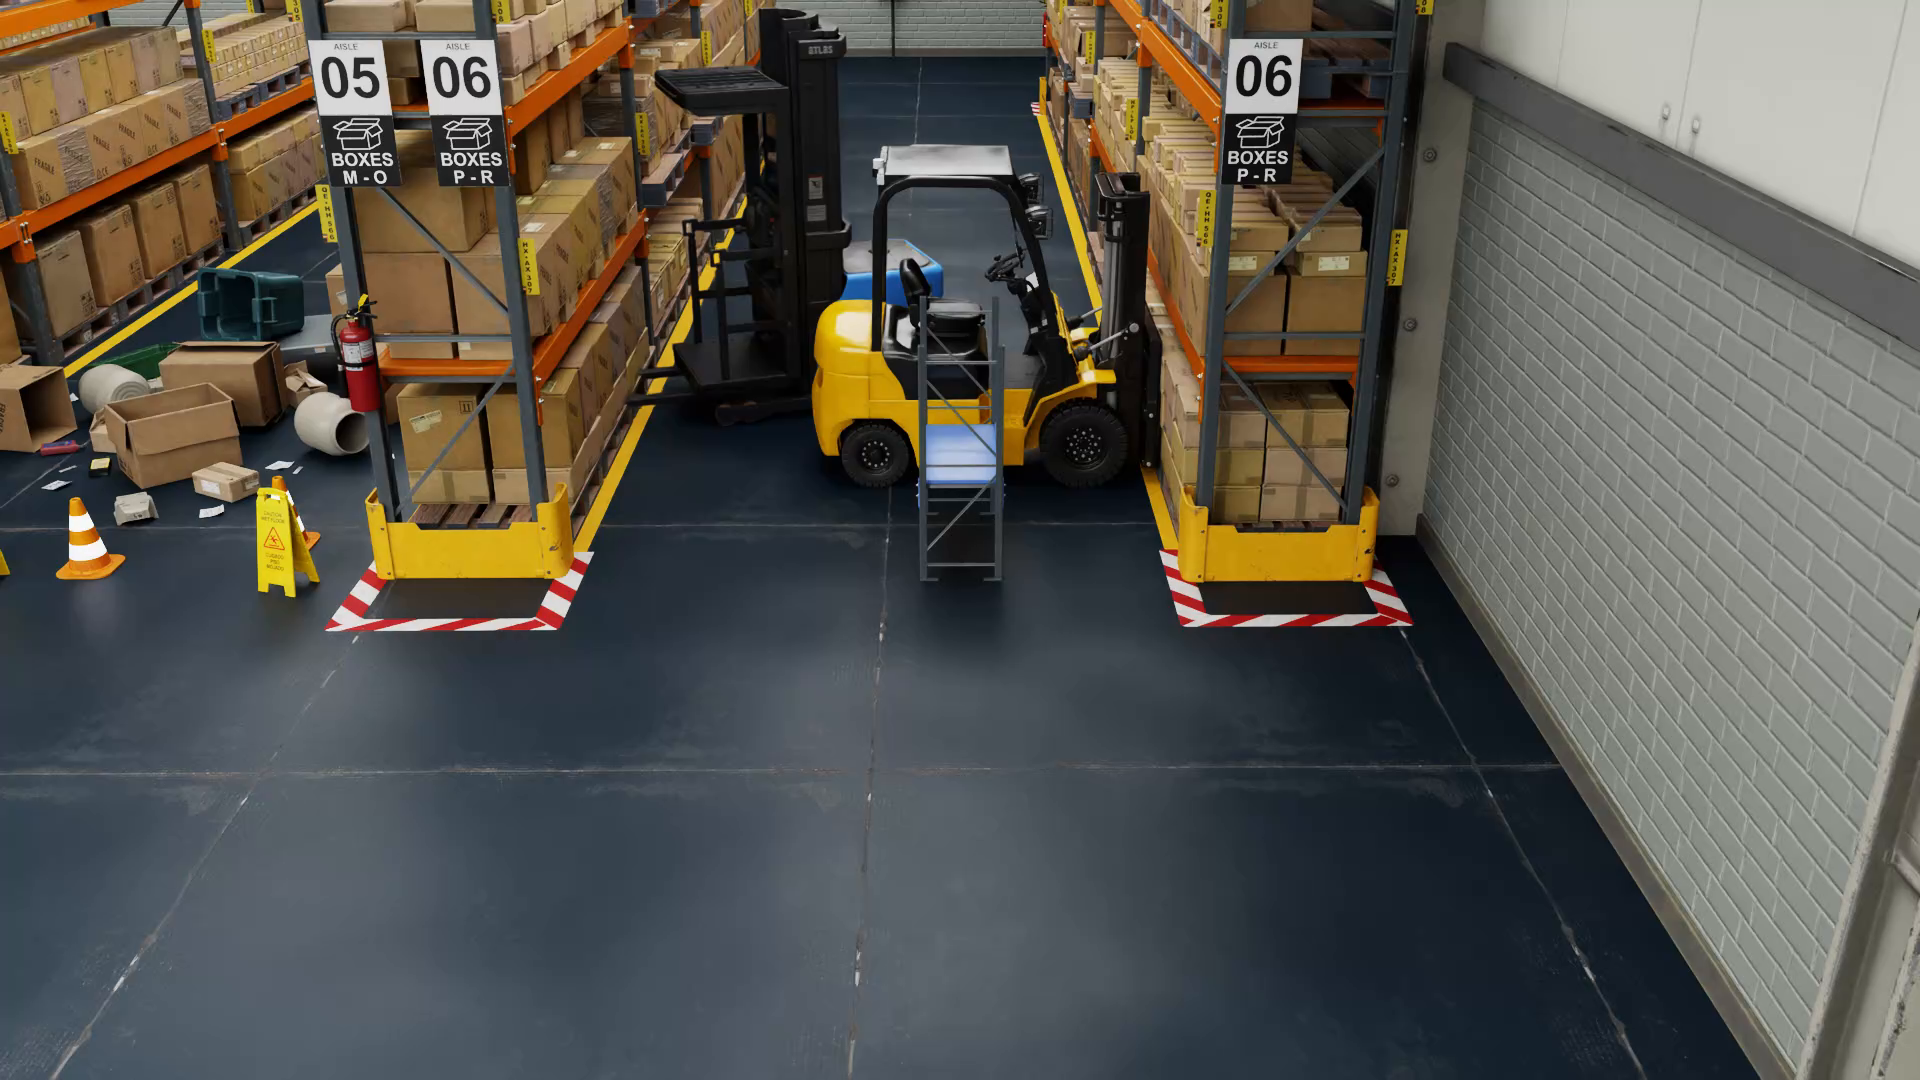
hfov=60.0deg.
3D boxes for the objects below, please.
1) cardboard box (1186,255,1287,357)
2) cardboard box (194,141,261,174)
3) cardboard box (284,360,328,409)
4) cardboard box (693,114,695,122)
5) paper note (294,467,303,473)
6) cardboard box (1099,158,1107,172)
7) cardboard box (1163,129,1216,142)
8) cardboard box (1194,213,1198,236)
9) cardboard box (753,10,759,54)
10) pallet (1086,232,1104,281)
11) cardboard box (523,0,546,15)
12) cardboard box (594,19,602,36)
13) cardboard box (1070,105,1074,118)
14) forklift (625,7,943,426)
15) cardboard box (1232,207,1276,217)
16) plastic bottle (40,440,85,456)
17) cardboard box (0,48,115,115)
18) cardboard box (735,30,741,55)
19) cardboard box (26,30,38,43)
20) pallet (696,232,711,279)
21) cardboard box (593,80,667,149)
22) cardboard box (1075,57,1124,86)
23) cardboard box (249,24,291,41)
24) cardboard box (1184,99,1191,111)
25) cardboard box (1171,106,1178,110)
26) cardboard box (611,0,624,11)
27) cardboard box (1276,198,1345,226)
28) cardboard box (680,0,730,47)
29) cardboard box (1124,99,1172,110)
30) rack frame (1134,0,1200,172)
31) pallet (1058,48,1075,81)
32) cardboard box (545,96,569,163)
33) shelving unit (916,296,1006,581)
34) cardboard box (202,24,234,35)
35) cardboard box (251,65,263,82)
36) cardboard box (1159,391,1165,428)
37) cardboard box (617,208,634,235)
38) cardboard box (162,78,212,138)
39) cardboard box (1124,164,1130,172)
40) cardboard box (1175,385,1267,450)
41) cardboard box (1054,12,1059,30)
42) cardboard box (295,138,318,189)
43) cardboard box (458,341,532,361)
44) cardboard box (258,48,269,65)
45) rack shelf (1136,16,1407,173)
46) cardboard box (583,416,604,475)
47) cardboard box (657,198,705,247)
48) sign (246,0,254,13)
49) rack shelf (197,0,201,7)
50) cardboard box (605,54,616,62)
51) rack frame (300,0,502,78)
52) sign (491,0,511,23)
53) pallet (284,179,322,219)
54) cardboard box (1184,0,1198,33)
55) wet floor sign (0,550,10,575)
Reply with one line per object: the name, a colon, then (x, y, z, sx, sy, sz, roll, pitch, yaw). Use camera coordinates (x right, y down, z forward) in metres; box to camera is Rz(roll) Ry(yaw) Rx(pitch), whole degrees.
cardboard box: (1.681, -1.438, 10.169, 0.500, 0.500, 0.500, -1, 24, -2)
cardboard box: (-7.816, -4.079, 17.743, 0.500, 0.250, 0.500, -1, 24, -3)
cardboard box: (-5.195, -1.224, 13.135, 0.258, 0.266, 0.396, -19, 31, -36)
cardboard box: (-2.745, -4.089, 15.946, 0.380, 0.149, 0.250, -1, 24, -3)
paper note: (-4.713, -0.498, 11.839, 0.032, 0.001, 0.123, 0, 24, -1)
cardboard box: (1.603, -4.038, 17.775, 0.380, 0.149, 0.250, -1, 24, -3)
cardboard box: (1.717, -2.971, 12.409, 0.380, 0.149, 0.250, -1, 24, -2)
cardboard box: (1.699, -1.988, 10.598, 0.380, 0.149, 0.250, 0, 24, -1)
cardboard box: (-2.890, -6.559, 21.492, 0.500, 0.500, 0.500, 0, 24, 0)
pallet: (1.831, -2.878, 16.856, 1.003, 0.211, 1.213, 0, 24, -1)
cardboard box: (-2.702, -3.241, 9.973, 0.380, 0.149, 0.250, 0, 24, -1)
cardboard box: (-2.808, -3.729, 12.020, 0.380, 0.149, 0.250, 0, 24, 0)
cardboard box: (1.556, -5.335, 20.642, 0.380, 0.149, 0.250, 1, 24, 2)
forklift: (-1.688, -2.446, 12.601, 3.031, 2.935, 1.130, -9, 26, -18)
cardboard box: (1.700, -1.916, 10.077, 0.380, 0.149, 0.250, 0, 24, 0)
plastic bottle: (-6.564, -0.677, 12.173, 0.283, 0.061, 0.133, -9, 26, -19)
cardboard box: (-8.035, -4.086, 14.809, 0.700, 0.500, 0.500, 0, 24, -1)
cardboard box: (-2.885, -5.885, 19.697, 0.500, 0.250, 0.500, 0, 24, 1)
cardboard box: (-12.749, -6.826, 22.508, 0.380, 0.149, 0.250, 0, 24, 0)
pallet: (-3.095, -2.871, 16.842, 1.003, 0.211, 1.213, 0, 24, -1)
cardboard box: (-2.783, -3.589, 14.053, 0.500, 0.500, 0.500, 0, 24, 0)
cardboard box: (1.526, -5.044, 17.935, 0.500, 0.250, 0.500, -1, 24, -3)
cardboard box: (-7.888, -5.805, 19.018, 0.380, 0.149, 0.250, -1, 24, -2)
cardboard box: (2.163, -3.748, 14.488, 0.380, 0.149, 0.250, 0, 24, -1)
cardboard box: (2.152, -3.839, 15.173, 0.500, 0.250, 0.500, -1, 24, -2)
cardboard box: (-2.784, -4.068, 12.285, 0.500, 0.250, 0.500, 0, 24, -1)
cardboard box: (2.173, -2.024, 10.315, 0.380, 0.149, 0.250, 0, 24, 0)
cardboard box: (-2.870, -5.795, 18.588, 0.500, 0.500, 0.500, 0, 24, 0)
cardboard box: (1.633, -3.744, 14.479, 0.380, 0.149, 0.250, -1, 24, -2)
rack frame: (1.905, -2.839, 13.388, 1.000, 3.000, 0.127, 0, 24, -1)
pallet: (1.717, -5.719, 19.987, 1.003, 0.211, 1.213, 0, 24, -1)
cardboard box: (-3.287, -3.059, 12.179, 0.700, 0.500, 0.500, 0, 24, 0)
shelving unit: (0.001, -0.648, 10.363, 0.538, 1.500, 1.048, 0, 24, -1)
cardboard box: (-8.537, -5.803, 19.013, 0.380, 0.149, 0.250, 0, 24, -1)
cardboard box: (-7.870, -5.105, 18.192, 0.380, 0.149, 0.250, 1, 24, 1)
cardboard box: (1.610, -0.976, 11.488, 0.500, 0.250, 0.500, -1, 24, -2)
cardboard box: (-2.740, -2.467, 12.870, 0.380, 0.149, 0.250, 0, 24, 1)
cardboard box: (-7.777, -4.261, 16.410, 0.500, 0.500, 0.500, 0, 24, -1)
cardboard box: (1.638, -2.977, 13.875, 0.500, 0.250, 0.500, 0, 24, 1)
cardboard box: (1.632, -0.773, 10.434, 0.500, 0.250, 0.500, 1, 24, 1)
cardboard box: (1.551, -7.036, 22.488, 0.500, 0.250, 0.500, -1, 24, -2)
cardboard box: (-7.828, -4.374, 19.305, 0.500, 0.500, 0.500, -1, 24, -2)
cardboard box: (-2.811, -1.194, 10.054, 0.380, 0.149, 0.250, 0, 24, 0)
cardboard box: (-7.870, -5.343, 18.358, 0.380, 0.149, 0.250, 0, 24, -1)
rack shelf: (1.927, -3.054, 11.096, 1.077, 0.370, 4.000, 0, 24, -1)
cardboard box: (-2.745, -0.650, 11.374, 0.500, 0.250, 0.500, 1, 24, 1)
cardboard box: (-3.106, -3.225, 16.920, 0.950, 0.372, 0.625, -2, 24, -4)
sign: (-8.637, -6.437, 20.292, 0.100, 0.325, 0.005, 0, 24, -1)
rack shelf: (-8.072, -6.263, 18.190, 1.077, 0.370, 4.000, 0, 24, -1)
cardboard box: (-3.303, -4.216, 15.440, 0.500, 0.500, 0.500, 0, 24, 0)
rack frame: (-3.015, -3.901, 8.454, 1.000, 3.000, 0.127, 0, 24, -1)
sign: (-2.472, -2.935, 8.898, 0.100, 0.325, 0.005, 0, 24, -1)
pallet: (-8.068, -3.953, 19.234, 1.003, 0.211, 1.213, 0, 24, -1)
cardboard box: (1.789, -3.444, 10.333, 0.700, 0.500, 0.500, 0, 24, 0)
wet floor sign: (-5.983, -0.028, 10.028, 0.267, 0.644, 0.232, -4, 25, -10)
